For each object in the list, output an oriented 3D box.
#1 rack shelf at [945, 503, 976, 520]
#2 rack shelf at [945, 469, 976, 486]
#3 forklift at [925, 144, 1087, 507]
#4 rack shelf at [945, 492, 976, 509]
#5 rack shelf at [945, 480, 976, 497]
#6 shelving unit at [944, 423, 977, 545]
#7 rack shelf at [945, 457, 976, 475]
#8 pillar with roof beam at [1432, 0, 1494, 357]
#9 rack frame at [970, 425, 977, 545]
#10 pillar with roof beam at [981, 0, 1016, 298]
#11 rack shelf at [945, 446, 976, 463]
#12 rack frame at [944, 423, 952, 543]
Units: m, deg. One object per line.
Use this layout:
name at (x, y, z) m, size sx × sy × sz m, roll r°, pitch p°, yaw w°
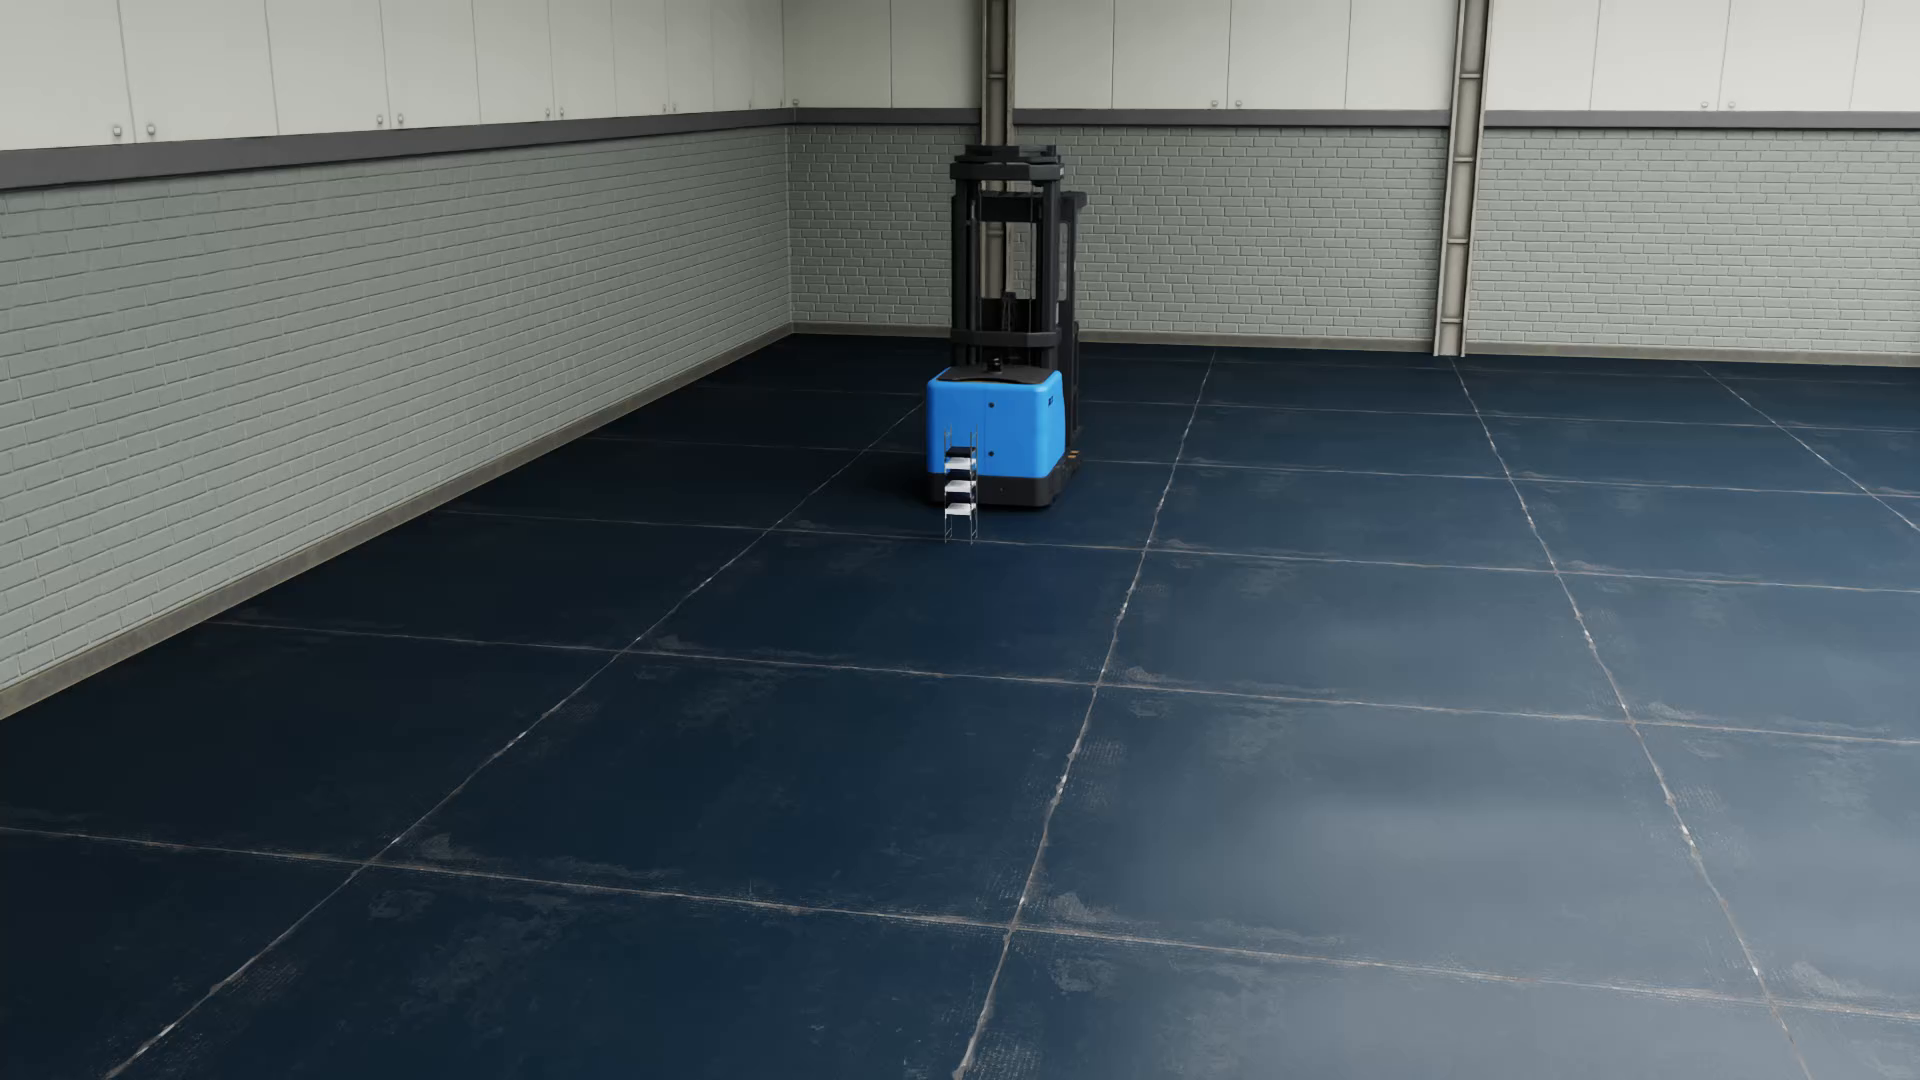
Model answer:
rack shelf at (0.008, -0.228, 12.927) m, size 0.200 × 0.077 × 0.258 m, roll 3°, pitch 16°, yaw 11°
rack shelf at (0.008, -0.488, 12.855) m, size 0.200 × 0.077 × 0.258 m, roll 3°, pitch 16°, yaw 11°
forklift at (0.517, -2.037, 14.856) m, size 1.130 × 2.935 × 3.031 m, roll 3°, pitch 16°, yaw 12°
rack shelf at (0.008, -0.314, 12.903) m, size 0.200 × 0.077 × 0.258 m, roll 3°, pitch 16°, yaw 11°
rack shelf at (0.008, -0.401, 12.879) m, size 0.200 × 0.077 × 0.258 m, roll 3°, pitch 16°, yaw 11°
shelving unit at (0.008, -0.433, 12.870) m, size 0.210 × 0.900 × 0.258 m, roll 3°, pitch 16°, yaw 11°
rack shelf at (0.008, -0.575, 12.831) m, size 0.200 × 0.077 × 0.258 m, roll 3°, pitch 16°, yaw 11°
pillar with roof beam at (5.530, -5.639, 16.492) m, size 0.400 × 9.000 × 9.100 m, roll 3°, pitch 16°, yaw 11°
rack frame at (0.108, -0.428, 12.851) m, size 0.006 × 0.900 × 0.240 m, roll 3°, pitch 16°, yaw 11°
pillar with roof beam at (-0.350, -5.958, 17.644) m, size 0.400 × 9.000 × 9.100 m, roll 3°, pitch 16°, yaw 11°
rack shelf at (0.008, -0.661, 12.807) m, size 0.200 × 0.077 × 0.258 m, roll 3°, pitch 16°, yaw 11°
rack frame at (-0.092, -0.439, 12.890) m, size 0.006 × 0.900 × 0.240 m, roll 3°, pitch 16°, yaw 11°
